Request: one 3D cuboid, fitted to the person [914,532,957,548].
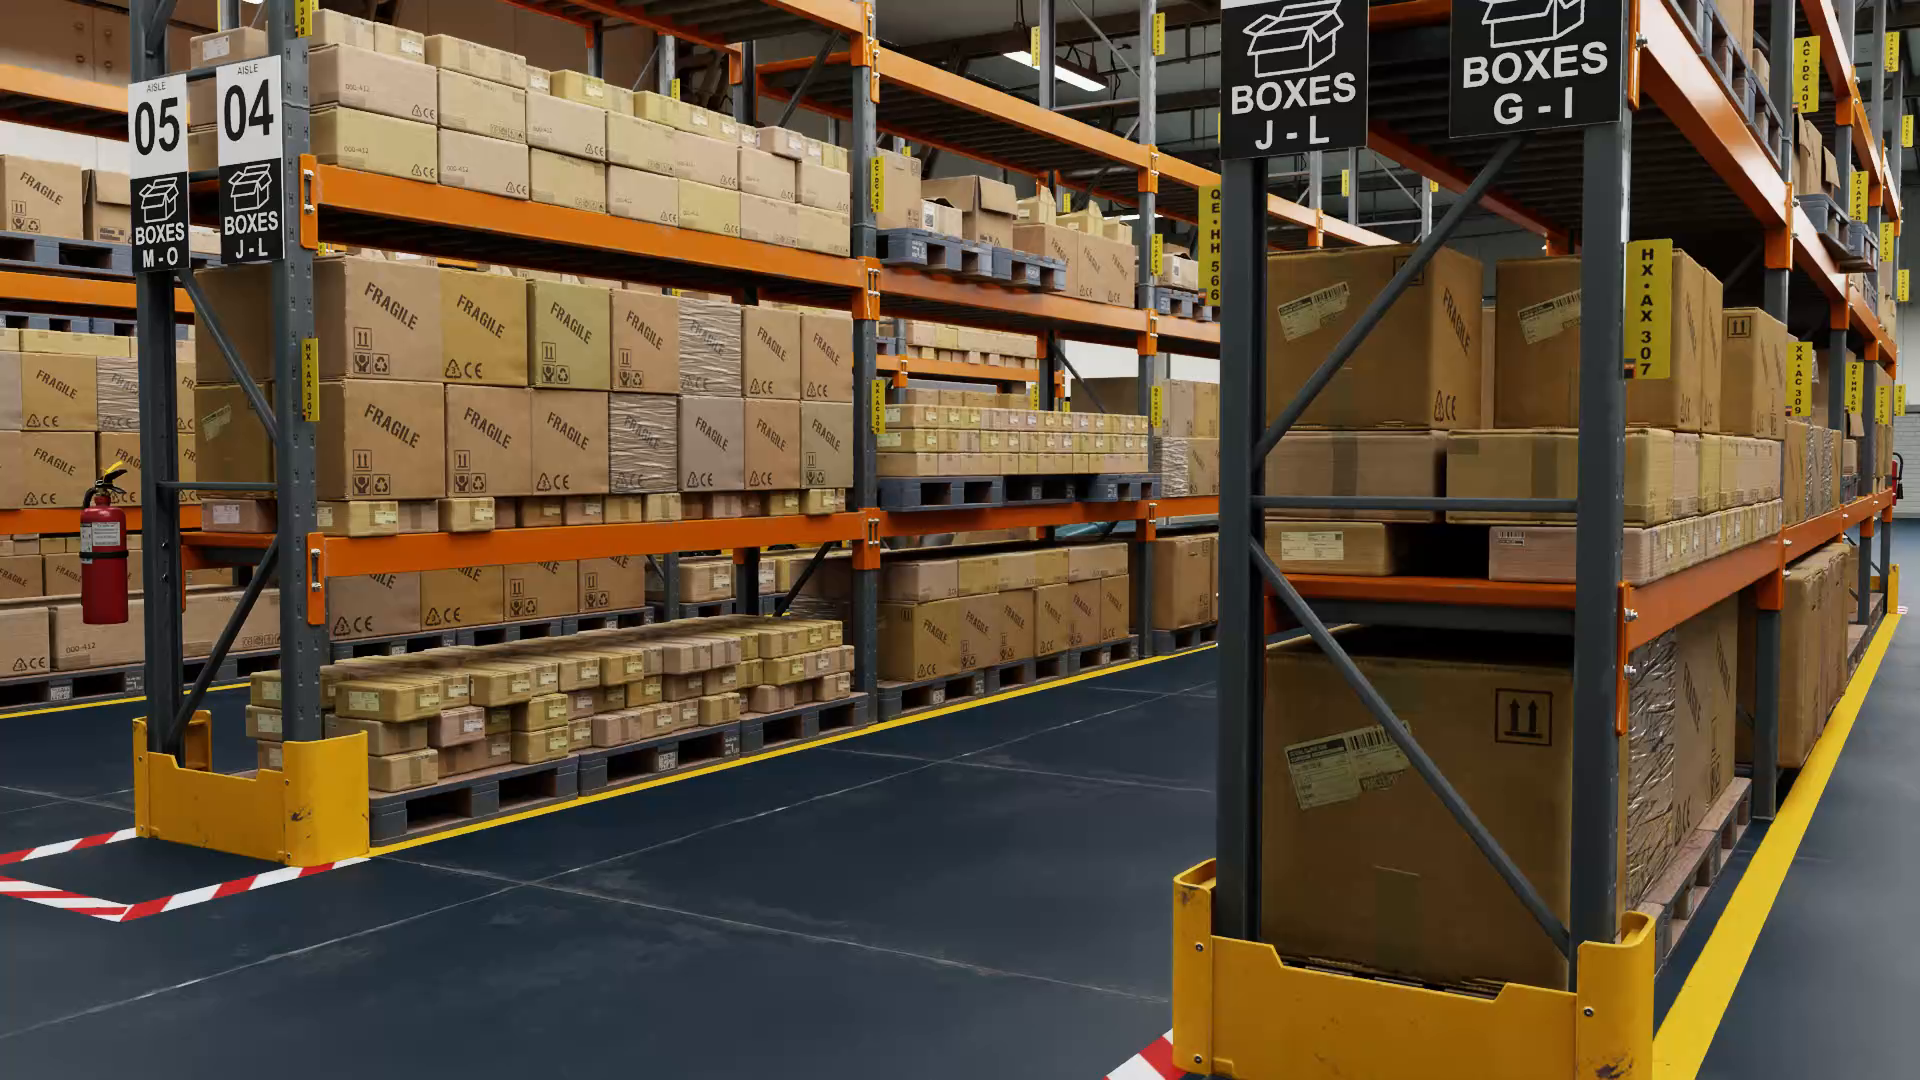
[{"bbox_3d":[-0.260,-0.089,17.131,0.435,1.748,0.590,2,3,30],"label":"person"}]
